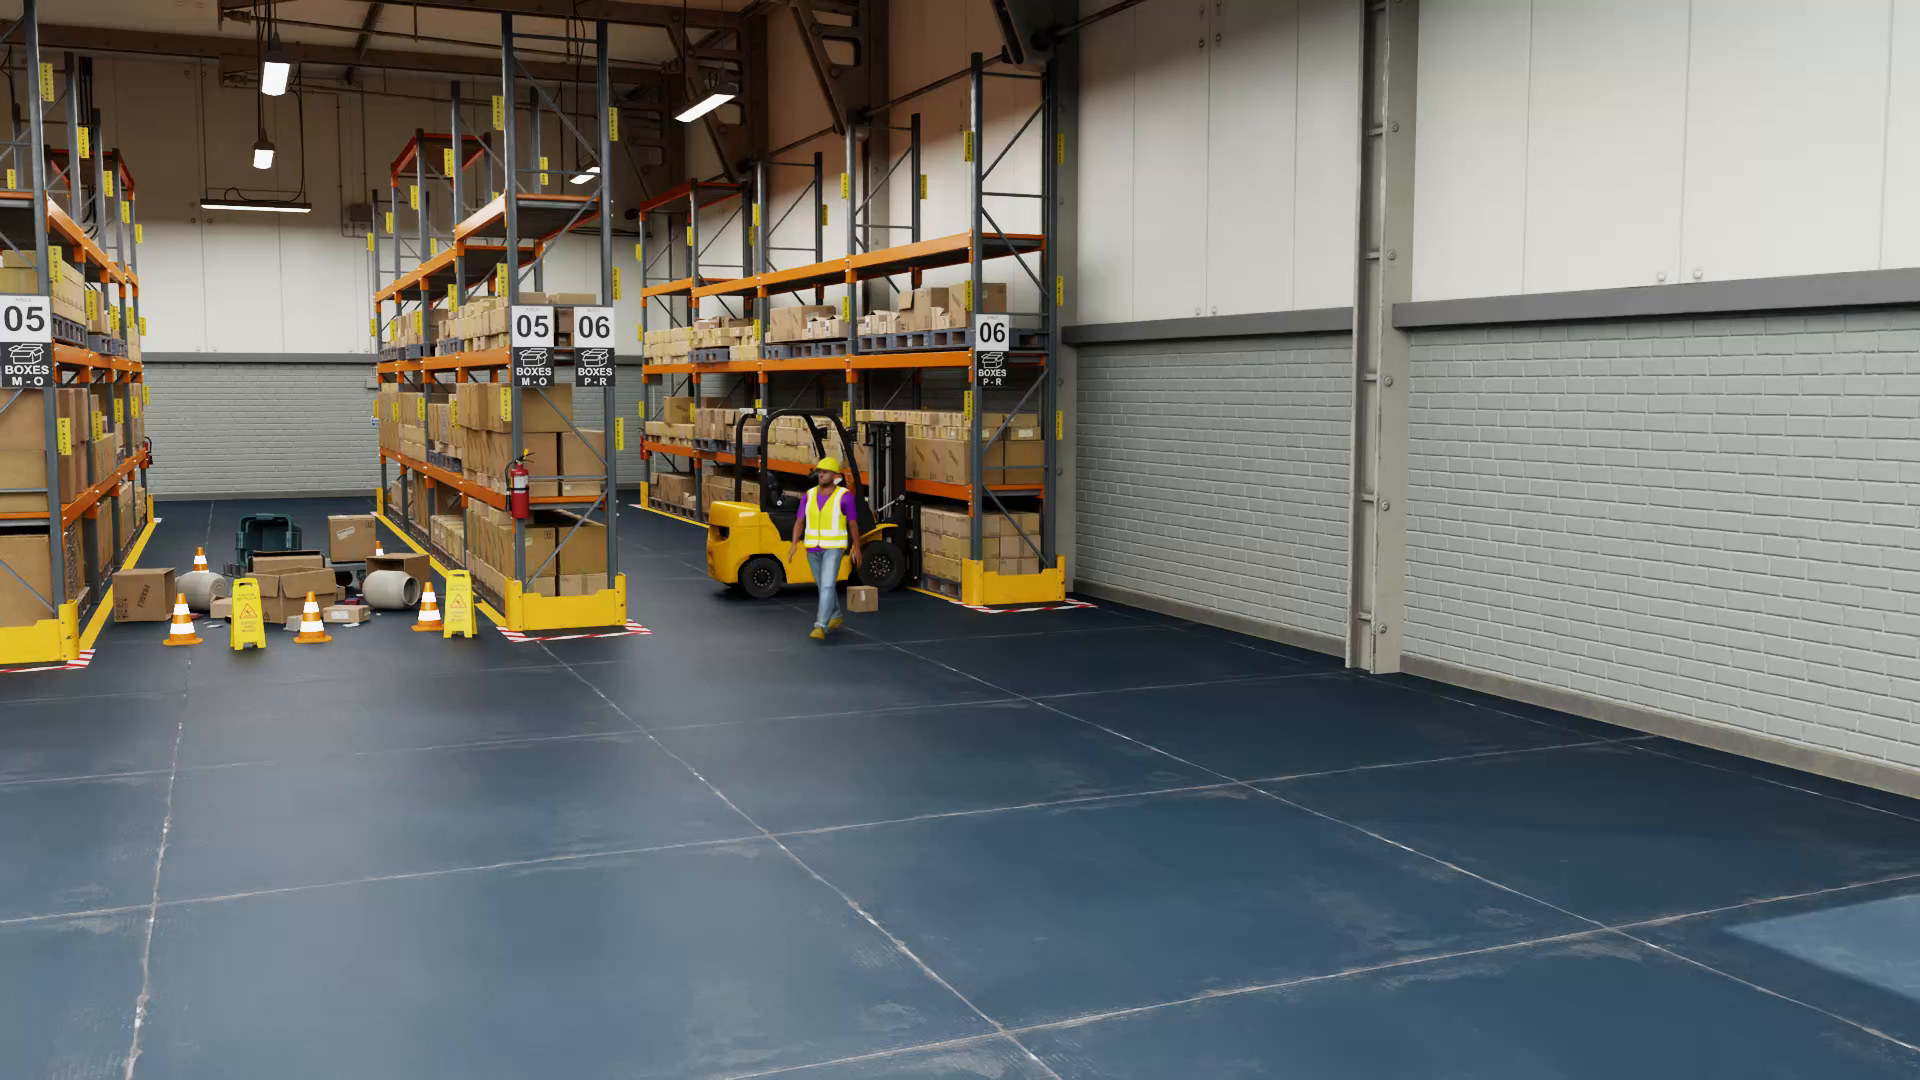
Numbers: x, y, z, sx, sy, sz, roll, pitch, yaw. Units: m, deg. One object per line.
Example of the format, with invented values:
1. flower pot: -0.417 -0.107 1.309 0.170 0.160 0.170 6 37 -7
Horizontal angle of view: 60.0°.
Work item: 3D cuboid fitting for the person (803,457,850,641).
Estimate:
1. person: -1.314 0.070 15.870 0.437 1.710 1.066 2 6 22
